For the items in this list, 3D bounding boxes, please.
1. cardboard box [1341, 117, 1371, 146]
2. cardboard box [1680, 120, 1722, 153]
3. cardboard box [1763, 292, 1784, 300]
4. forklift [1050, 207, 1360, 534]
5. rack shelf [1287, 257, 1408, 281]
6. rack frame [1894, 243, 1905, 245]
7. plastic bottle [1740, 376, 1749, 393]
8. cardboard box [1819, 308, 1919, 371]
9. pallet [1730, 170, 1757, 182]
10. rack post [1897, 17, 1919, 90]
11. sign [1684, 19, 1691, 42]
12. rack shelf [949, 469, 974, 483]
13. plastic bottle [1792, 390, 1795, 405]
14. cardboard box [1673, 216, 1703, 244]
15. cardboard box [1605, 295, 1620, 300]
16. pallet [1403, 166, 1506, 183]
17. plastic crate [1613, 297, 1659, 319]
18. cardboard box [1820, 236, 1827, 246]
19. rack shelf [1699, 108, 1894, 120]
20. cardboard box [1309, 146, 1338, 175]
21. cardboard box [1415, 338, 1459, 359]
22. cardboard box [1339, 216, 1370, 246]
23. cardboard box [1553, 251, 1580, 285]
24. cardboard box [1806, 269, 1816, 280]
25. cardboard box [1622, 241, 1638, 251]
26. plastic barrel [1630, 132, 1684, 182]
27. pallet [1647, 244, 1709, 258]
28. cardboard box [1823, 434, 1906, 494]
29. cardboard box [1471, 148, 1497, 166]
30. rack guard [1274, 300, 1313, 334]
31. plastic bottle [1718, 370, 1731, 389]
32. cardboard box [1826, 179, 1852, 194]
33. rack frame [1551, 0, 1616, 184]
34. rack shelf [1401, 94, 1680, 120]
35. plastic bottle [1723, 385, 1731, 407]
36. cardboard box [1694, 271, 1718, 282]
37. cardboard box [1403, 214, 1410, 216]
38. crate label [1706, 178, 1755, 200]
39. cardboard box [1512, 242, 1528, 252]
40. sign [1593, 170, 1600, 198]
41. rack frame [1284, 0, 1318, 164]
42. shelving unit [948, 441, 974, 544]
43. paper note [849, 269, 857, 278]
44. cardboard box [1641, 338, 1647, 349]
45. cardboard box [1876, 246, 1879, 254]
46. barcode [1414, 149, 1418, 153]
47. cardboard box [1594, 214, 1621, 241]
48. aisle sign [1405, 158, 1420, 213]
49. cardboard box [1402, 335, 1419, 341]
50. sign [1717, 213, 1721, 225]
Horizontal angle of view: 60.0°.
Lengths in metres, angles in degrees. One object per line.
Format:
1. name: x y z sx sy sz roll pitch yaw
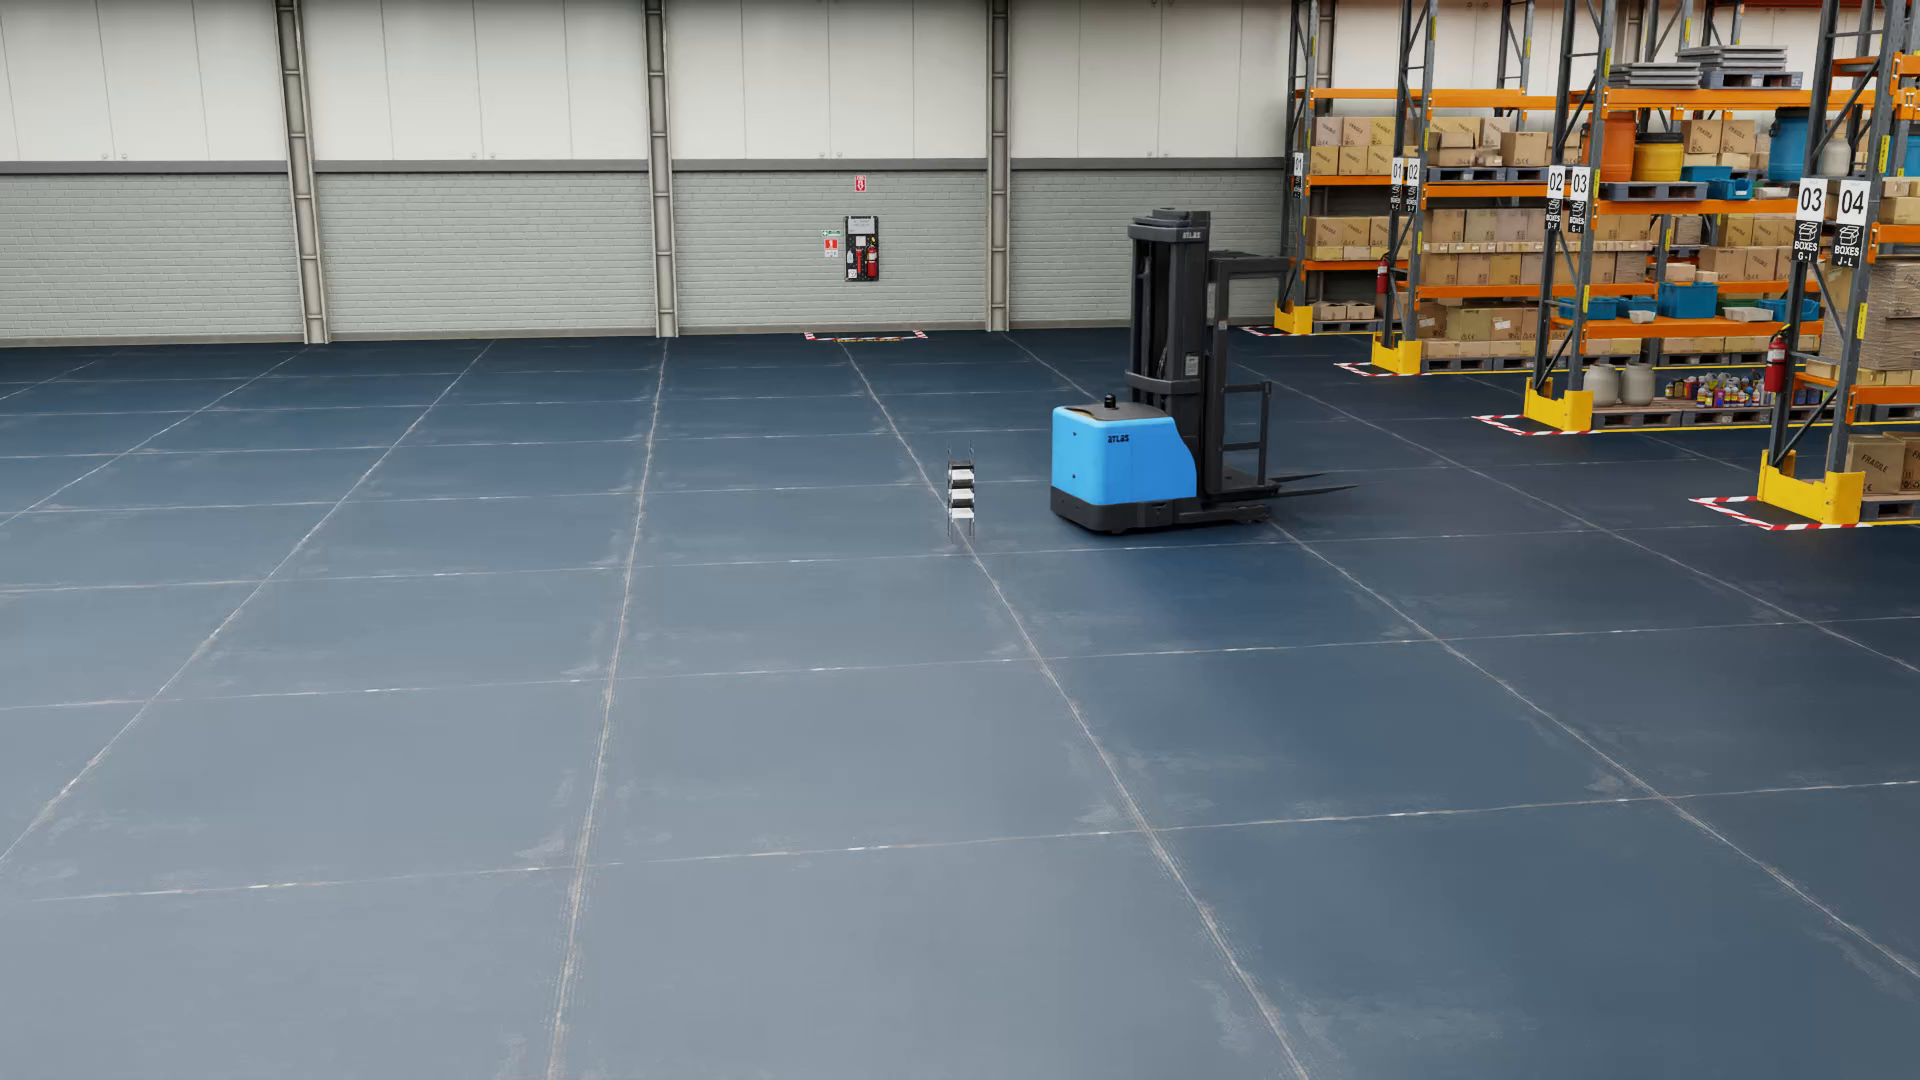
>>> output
1. cardboard box: 6.977 -7.275 29.623 0.500 0.500 0.500 -2 14 -9
2. cardboard box: 11.369 -6.231 25.667 0.500 0.500 0.500 -2 14 -8
3. cardboard box: 15.580 -4.791 31.745 0.750 0.750 0.750 -2 14 -9
4. forklift: 2.444 -1.685 15.942 3.031 2.935 1.130 -6 15 -21
5. rack shelf: 8.034 -5.039 30.654 4.000 0.370 1.077 -2 14 -8
6. rack frame: 14.708 -4.414 26.683 0.127 3.000 1.000 -2 14 -8
7. plastic bottle: 10.301 -2.016 21.828 0.097 0.271 0.097 0 14 0
8. cardboard box: 8.818 -1.947 16.029 0.500 0.500 0.875 -2 14 -8
9. pallet: 11.623 -5.666 25.903 1.217 0.209 0.805 -3 14 -11
10. rack post: 13.422 -6.176 20.966 3.121 1.000 1.013 -2 14 -8
11. sign: 10.811 -7.574 24.706 0.005 0.325 0.100 -2 14 -8
12. rack shelf: 0.008 -0.579 15.106 0.200 0.077 0.258 -2 14 -8
13. plastic bottle: 10.549 -1.857 21.169 0.133 0.283 0.061 -1 14 -5
14. cardboard box: 13.503 -5.847 31.290 0.500 0.500 0.700 -4 15 -15
15. cardboard box: 12.249 -4.552 31.468 0.500 0.500 0.700 -2 14 -9
16. pallet: 7.501 -5.555 25.250 1.213 0.211 1.003 -2 14 -8
17. plastic crate: 8.625 -2.972 21.241 0.408 0.251 0.499 -2 14 -8
18. cardboard box: 16.009 -5.819 31.427 0.500 0.500 0.500 -2 14 -7
19. rack shelf: 15.944 -8.044 31.129 4.000 0.370 1.077 -2 14 -8
20. cardboard box: 6.424 -6.780 29.706 0.500 0.500 0.500 -2 14 -7
21. cardboard box: 7.361 -2.960 25.674 0.500 0.250 0.500 -2 14 -8
22. cardboard box: 7.063 -5.576 30.045 0.500 0.500 0.500 -2 14 -8
23. cardboard box: 9.298 -4.262 25.871 0.500 0.500 0.700 -2 14 -7
24. cardboard box: 13.456 -4.232 26.475 0.250 0.149 0.380 -1 14 -4
25. cardboard box: 10.271 -4.562 25.735 0.250 0.149 0.380 -2 14 -9
26. plastic barrel: 8.640 -4.754 20.623 0.600 0.588 0.600 0 14 0
27. pallet: 13.278 -5.461 31.252 1.003 0.211 1.213 -2 14 -8
28. cardboard box: 8.890 -0.751 16.352 0.500 0.500 0.500 1 14 2
29. cardboard box: 7.897 -5.883 25.531 0.500 0.250 0.500 -2 14 -8
30. rack guard: 6.131 -4.105 30.592 0.348 0.500 1.175 -2 14 -8
31. plastic bottle: 10.020 -2.054 21.815 0.185 0.351 0.144 -2 14 -9
32. cardboard box: 8.498 -3.401 15.969 0.250 0.149 0.380 -2 14 -8
33. rack frame: 7.532 -5.842 20.045 0.127 3.000 1.000 -2 14 -8
34. rack shelf: 8.775 -6.563 25.222 4.000 0.370 1.077 -2 14 -8
35. plastic bottle: 9.710 -1.825 21.066 0.097 0.271 0.097 0 14 0
36. cardboard box: 11.660 -4.130 26.067 0.250 0.149 0.380 -2 14 -8
37. cardboard box: 8.510 -5.759 30.775 0.500 0.500 0.500 -2 14 -7
38. crate label: 9.432 -4.303 20.382 0.408 0.251 0.502 -2 14 -8
39. cardboard box: 8.491 -4.496 25.474 0.250 0.149 0.380 -2 14 -9
40. sign: 7.609 -4.259 19.881 0.005 0.325 0.100 -2 14 -8
41. rack frame: 6.056 -8.225 29.548 0.127 3.000 1.000 -2 14 -8
42. shelving unit: 0.008 -0.437 15.142 0.210 0.900 0.258 -2 14 -8
43. paper note: -1.948 -4.834 30.168 0.142 0.148 0.016 -2 14 -8
44. cardboard box: 11.120 -3.223 26.726 0.500 0.250 0.500 -2 14 -9
45. cardboard box: 17.384 -5.543 31.660 0.250 0.149 0.380 -2 14 -7
46. barcode: 7.024 -5.987 25.597 0.075 0.075 0.001 -2 14 -8
47. cardboard box: 9.816 -4.910 25.790 0.500 0.500 0.700 -2 14 -8
48. aisle sign: 6.778 -5.309 24.907 0.004 0.787 0.394 -2 14 -8
49. cardboard box: 7.284 -3.084 26.171 0.500 0.250 0.500 -2 14 -8
50. sign: 14.057 -5.998 30.783 0.005 0.325 0.100 -2 14 -8
